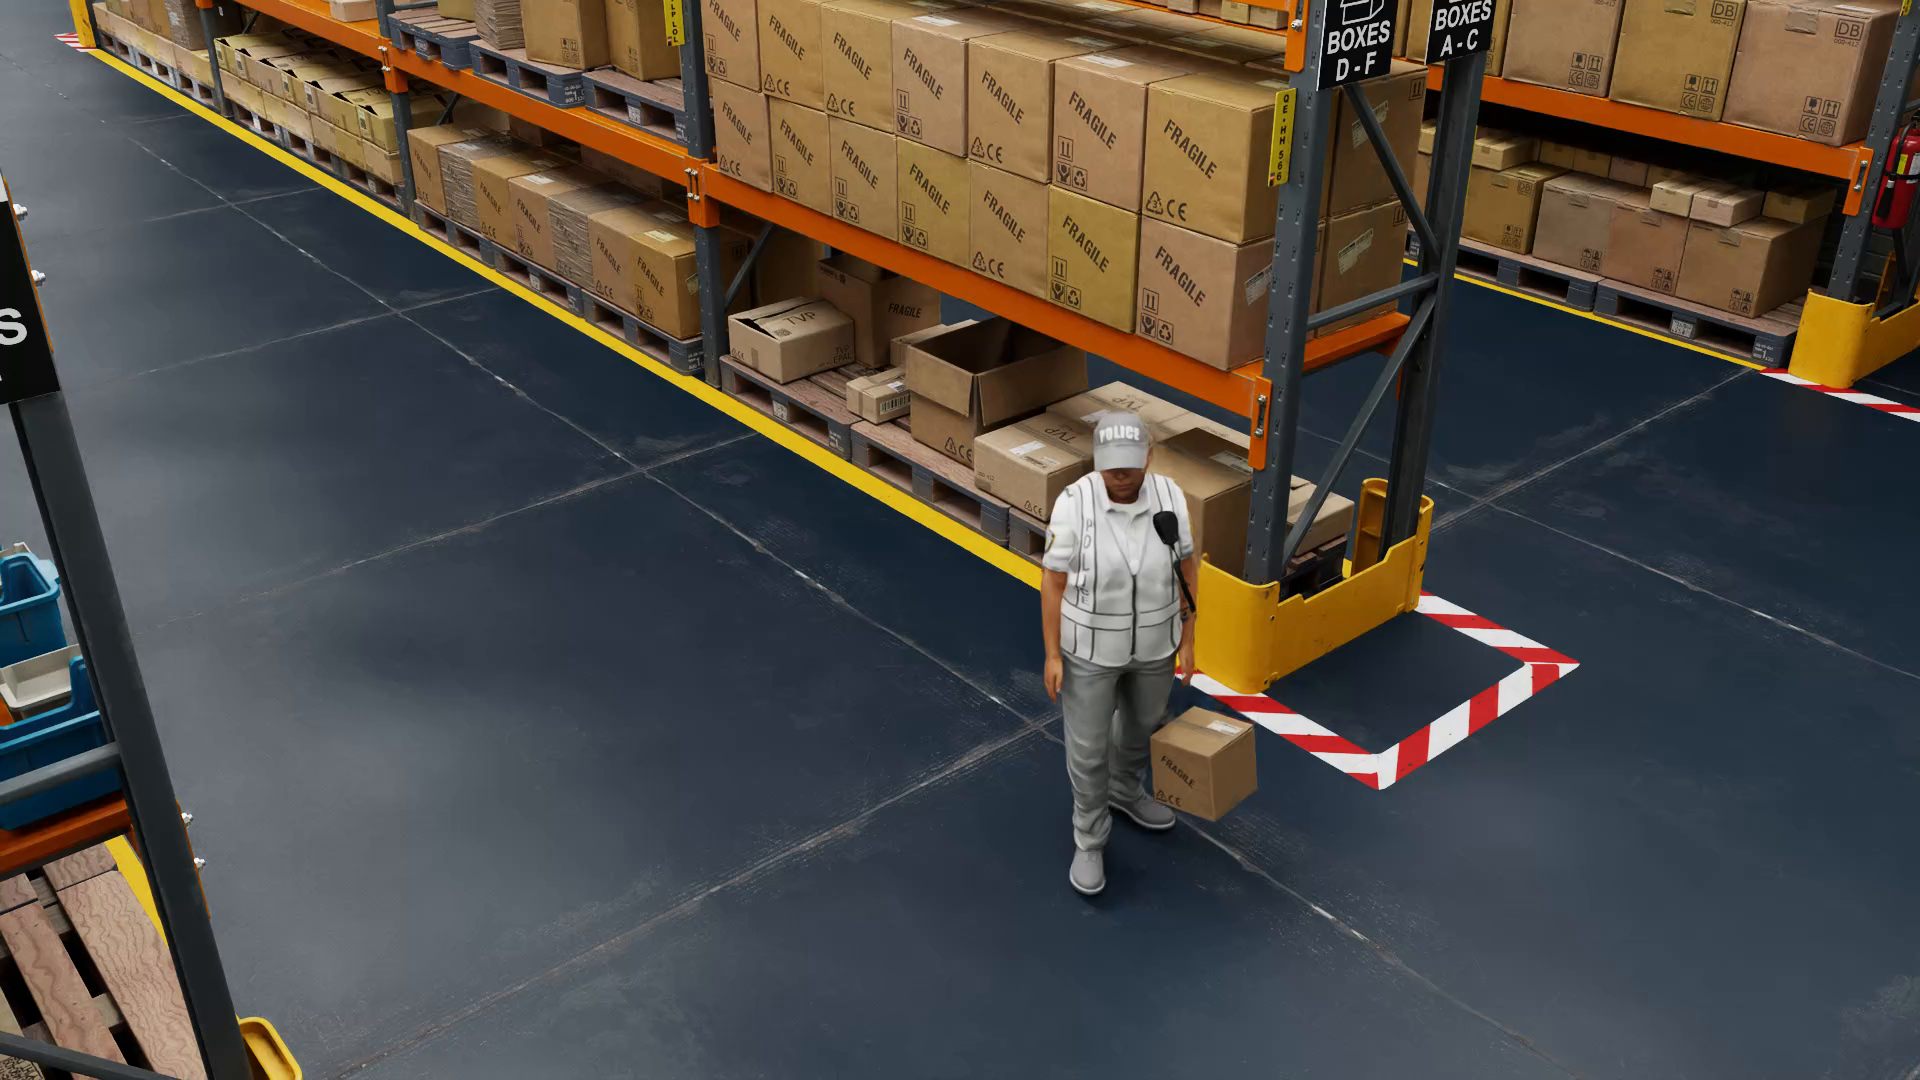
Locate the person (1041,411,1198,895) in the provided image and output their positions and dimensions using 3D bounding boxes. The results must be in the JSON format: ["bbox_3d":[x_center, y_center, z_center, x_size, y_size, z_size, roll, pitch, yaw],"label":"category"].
[{"bbox_3d":[0.519,0.344,5.481,0.540,1.664,0.524,-6,29,-11],"label":"person"}]
